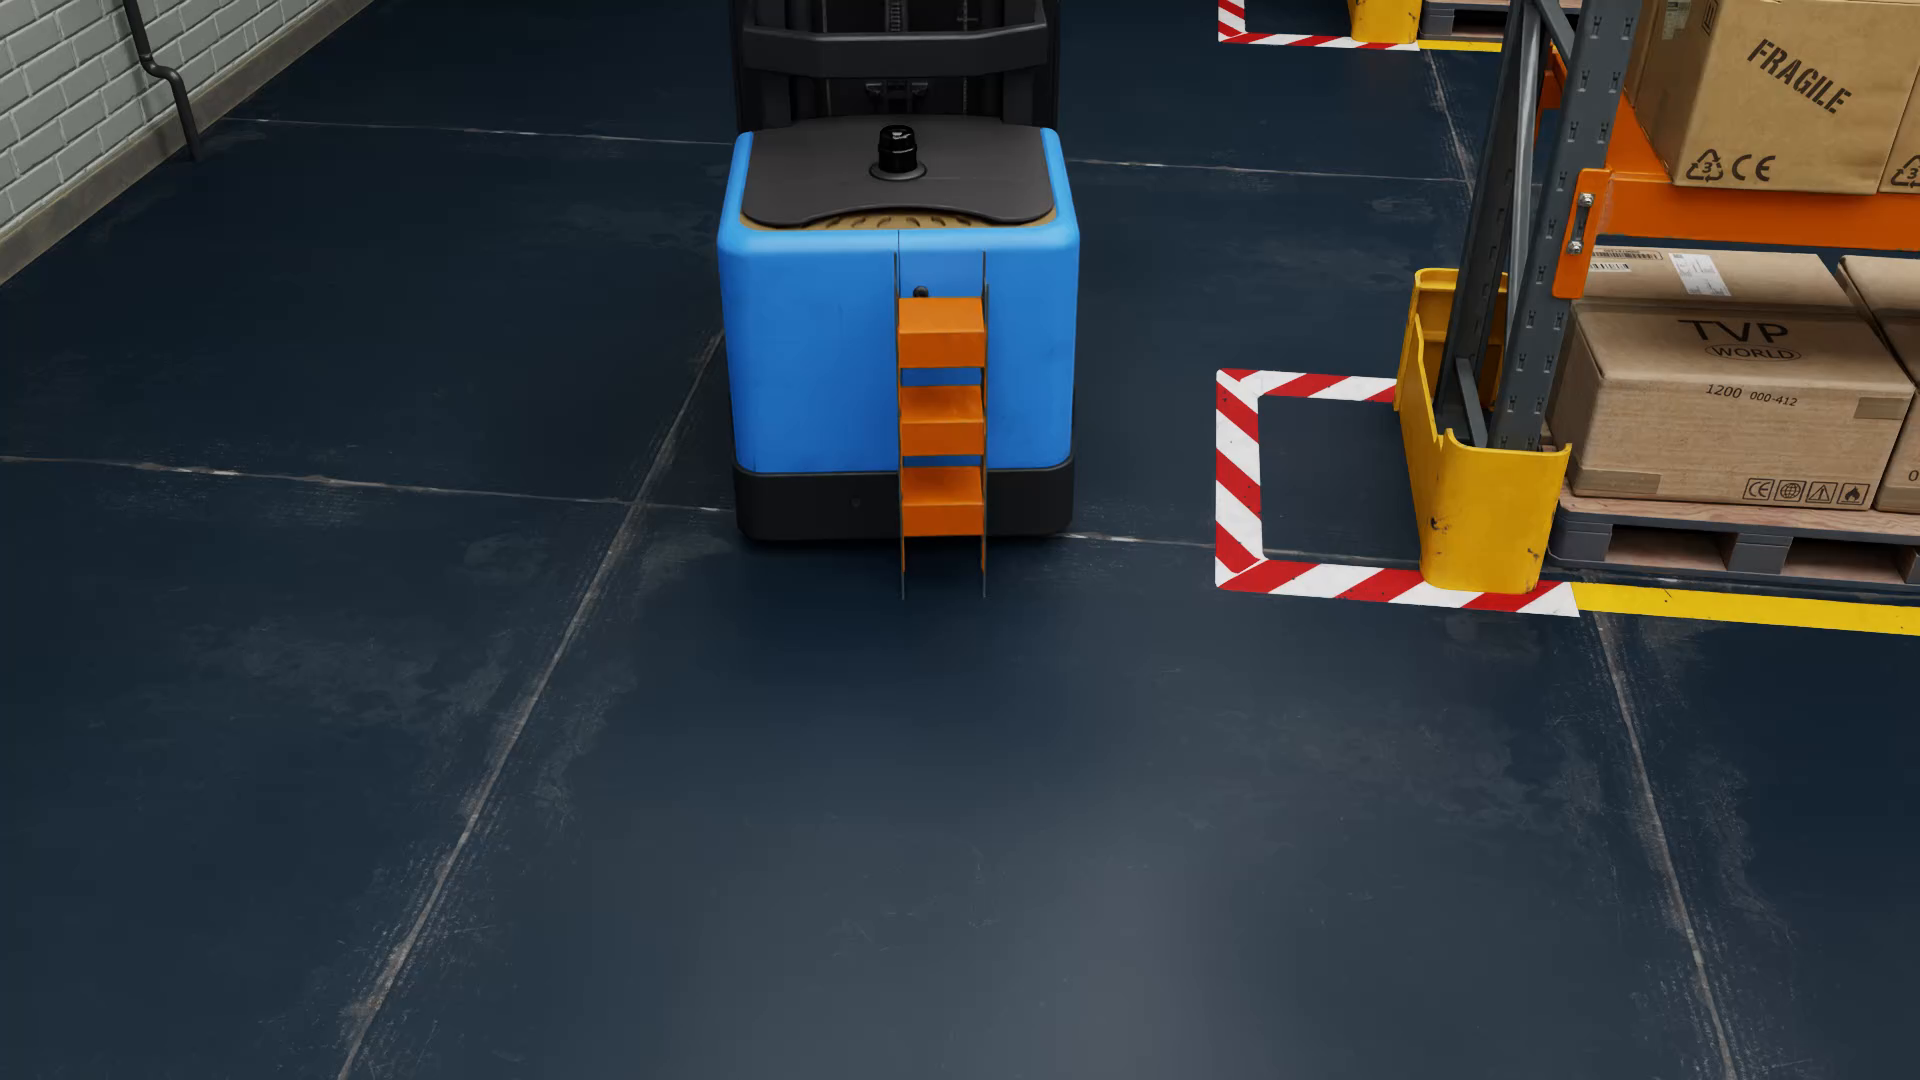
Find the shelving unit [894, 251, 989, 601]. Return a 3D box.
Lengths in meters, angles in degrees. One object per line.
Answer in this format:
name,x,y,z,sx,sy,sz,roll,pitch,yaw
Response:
shelving unit,-0.052,-0.305,4.773,0.252,1.050,0.215,-1,36,-2

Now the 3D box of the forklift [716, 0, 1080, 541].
forklift,-0.221,-2.020,5.557,1.130,2.935,3.031,-1,36,-2

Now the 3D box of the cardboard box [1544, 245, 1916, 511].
cardboard box,2.343,-0.535,5.262,0.875,0.438,0.875,3,36,4

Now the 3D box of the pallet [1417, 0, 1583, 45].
pallet,3.170,-3.060,9.356,1.213,0.211,1.003,4,36,6

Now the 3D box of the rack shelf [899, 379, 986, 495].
rack shelf,-0.052,-0.296,4.779,0.240,0.259,0.215,-1,36,-2

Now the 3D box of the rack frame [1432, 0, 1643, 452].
rack frame,1.675,-1.399,4.628,0.127,3.000,1.000,4,36,6

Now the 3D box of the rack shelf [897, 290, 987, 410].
rack shelf,-0.052,-0.527,4.614,0.240,0.259,0.215,-1,36,-2

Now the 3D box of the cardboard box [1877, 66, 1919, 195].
cardboard box,2.620,-1.217,4.287,0.500,0.500,0.500,4,36,5

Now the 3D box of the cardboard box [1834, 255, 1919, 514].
cardboard box,3.251,-0.473,5.174,0.875,0.438,0.875,5,36,7

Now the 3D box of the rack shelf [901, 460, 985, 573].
rack shelf,-0.052,-0.071,4.941,0.240,0.259,0.215,-1,36,-2

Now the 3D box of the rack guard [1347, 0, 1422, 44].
rack guard,2.379,-3.236,9.354,0.348,0.500,1.175,4,36,6

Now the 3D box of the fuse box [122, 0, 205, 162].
fuse box,-3.508,-2.478,7.248,0.414,1.711,0.539,4,36,6

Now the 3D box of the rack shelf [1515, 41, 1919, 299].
rack shelf,3.659,-0.958,4.629,4.000,0.370,1.077,4,36,6

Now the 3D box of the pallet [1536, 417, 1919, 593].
pallet,2.478,-0.250,5.418,1.213,0.211,1.003,4,36,6

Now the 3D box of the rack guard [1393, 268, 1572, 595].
rack guard,1.651,-0.383,5.356,0.348,0.500,1.175,4,36,6

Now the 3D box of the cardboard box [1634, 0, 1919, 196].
cardboard box,2.115,-1.238,4.317,0.500,0.500,0.500,4,36,6

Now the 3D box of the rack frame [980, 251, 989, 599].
rack frame,0.070,-0.308,4.777,0.008,1.050,0.200,-1,36,-2

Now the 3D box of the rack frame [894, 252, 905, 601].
rack frame,-0.174,-0.303,4.770,0.008,1.050,0.200,-1,36,-2

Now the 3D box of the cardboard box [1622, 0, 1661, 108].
cardboard box,2.187,-1.556,4.762,0.500,0.500,0.500,4,36,6
